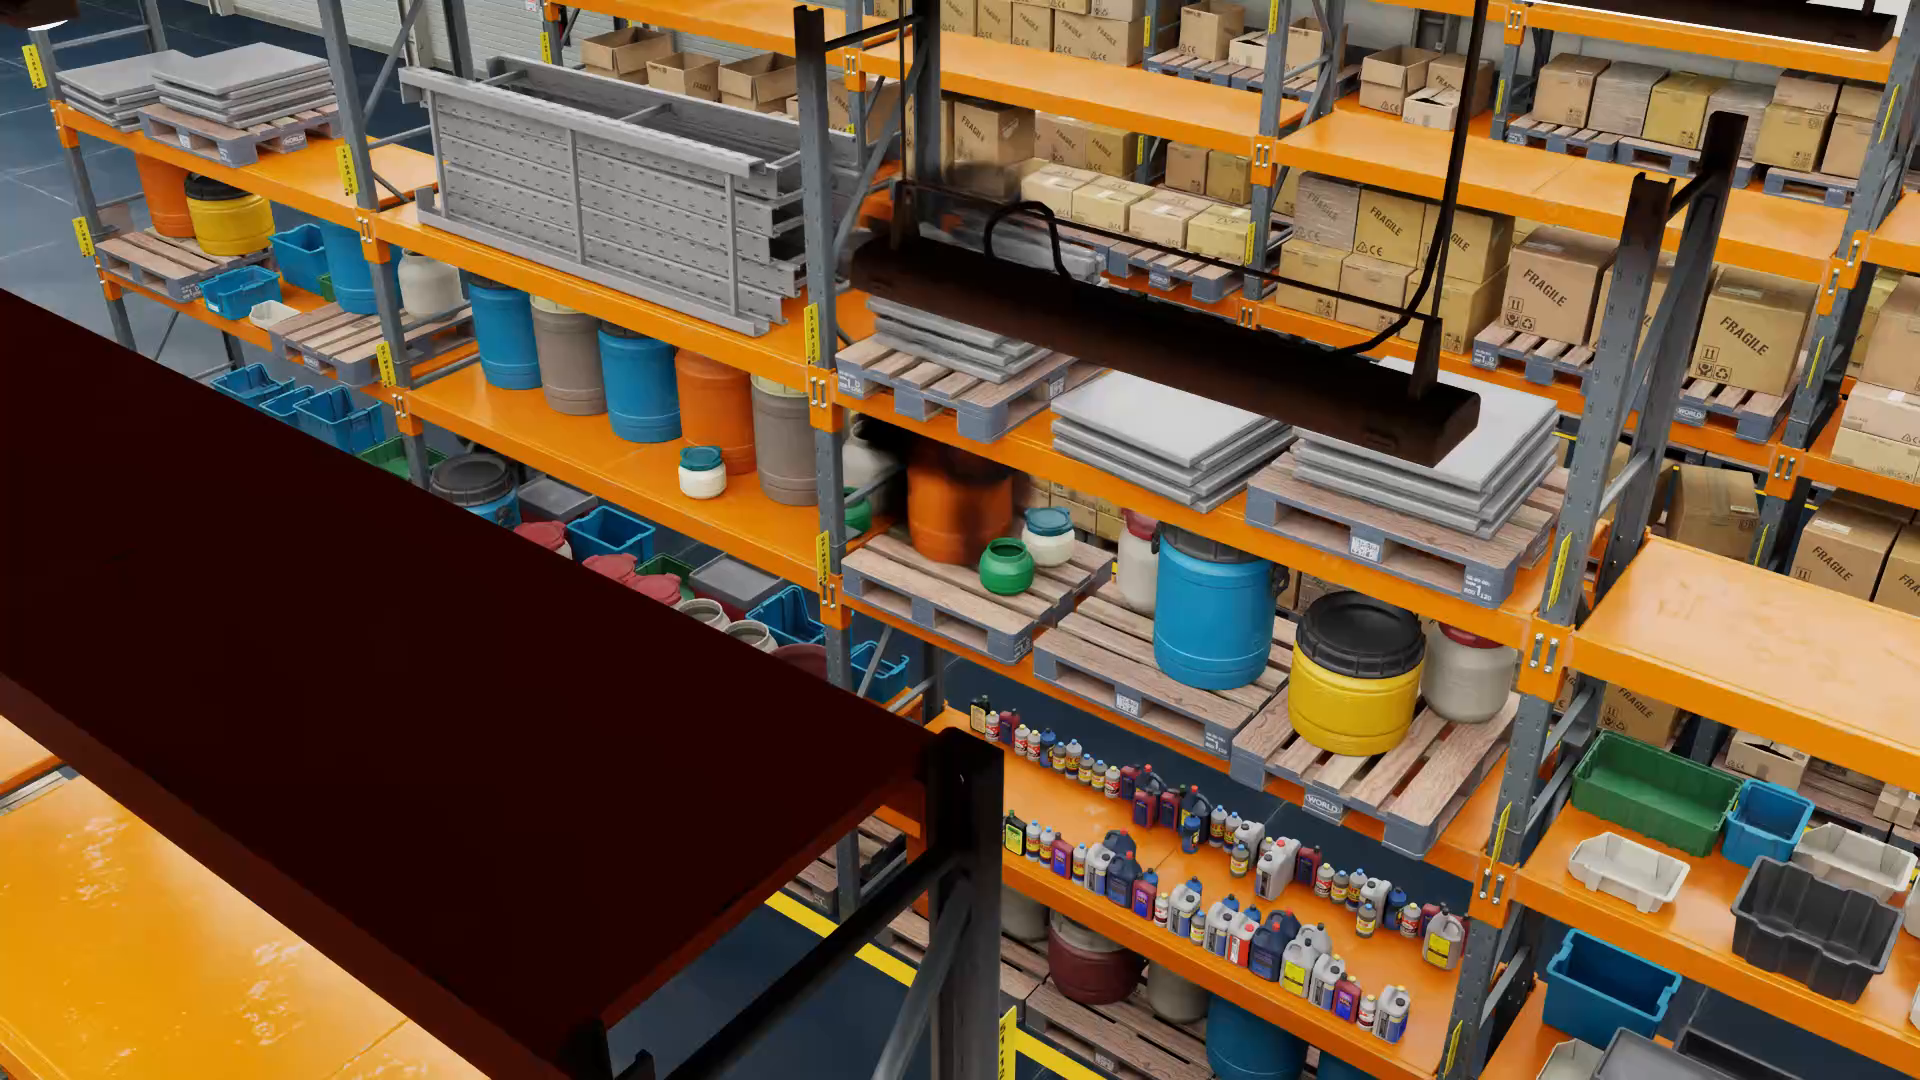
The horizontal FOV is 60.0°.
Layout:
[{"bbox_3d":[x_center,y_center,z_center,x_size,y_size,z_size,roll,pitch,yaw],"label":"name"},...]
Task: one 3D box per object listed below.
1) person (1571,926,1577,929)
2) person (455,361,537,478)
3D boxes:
[{"bbox_3d":[3.907,2.490,9.713,0.718,1.580,1.053,-7,32,-11],"label":"person"},{"bbox_3d":[-4.154,-0.820,15.049,0.769,1.718,0.475,-7,32,-11],"label":"person"}]
